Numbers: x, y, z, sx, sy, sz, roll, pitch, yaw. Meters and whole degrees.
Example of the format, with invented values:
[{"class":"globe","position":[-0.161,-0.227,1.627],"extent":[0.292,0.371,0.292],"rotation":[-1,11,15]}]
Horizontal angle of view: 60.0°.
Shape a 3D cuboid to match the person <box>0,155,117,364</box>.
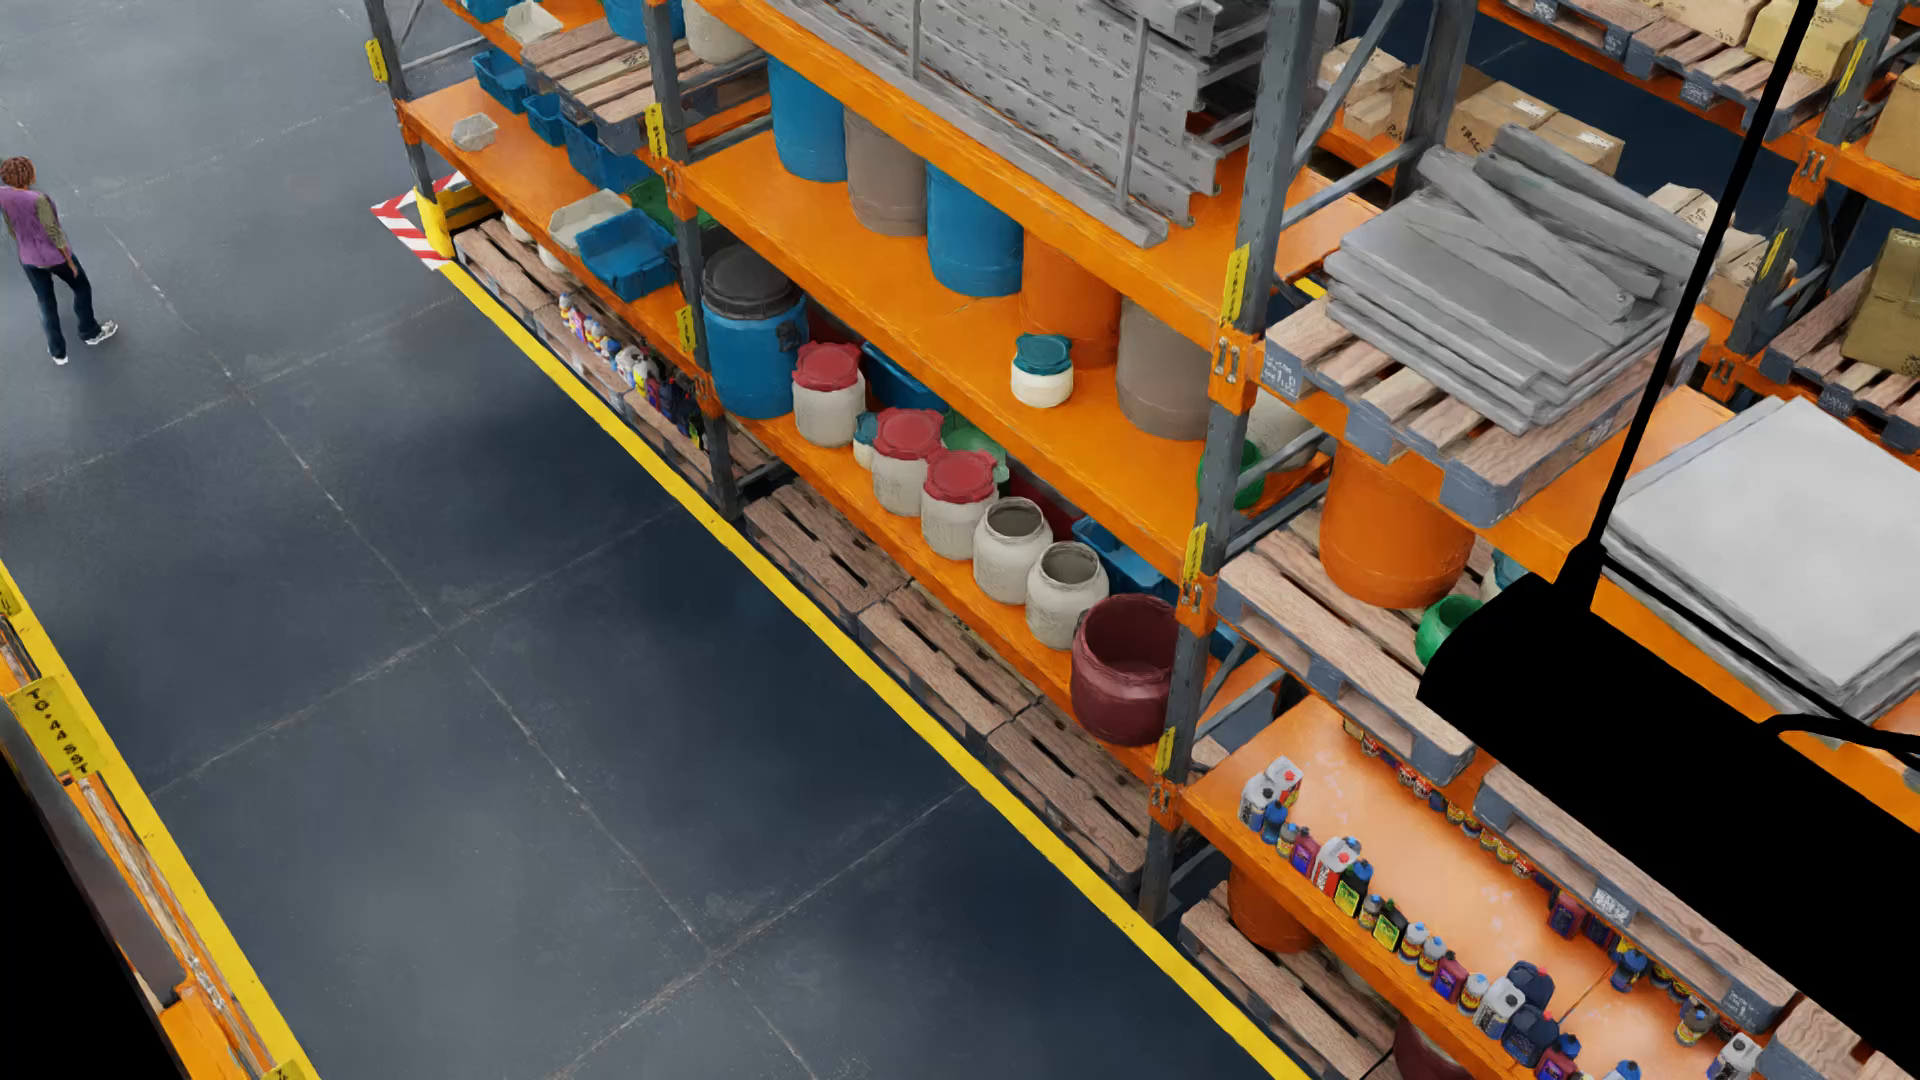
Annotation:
[{"class":"person","position":[-6.486,-1.960,11.795],"extent":[0.457,1.536,0.531],"rotation":[7,47,6]}]
